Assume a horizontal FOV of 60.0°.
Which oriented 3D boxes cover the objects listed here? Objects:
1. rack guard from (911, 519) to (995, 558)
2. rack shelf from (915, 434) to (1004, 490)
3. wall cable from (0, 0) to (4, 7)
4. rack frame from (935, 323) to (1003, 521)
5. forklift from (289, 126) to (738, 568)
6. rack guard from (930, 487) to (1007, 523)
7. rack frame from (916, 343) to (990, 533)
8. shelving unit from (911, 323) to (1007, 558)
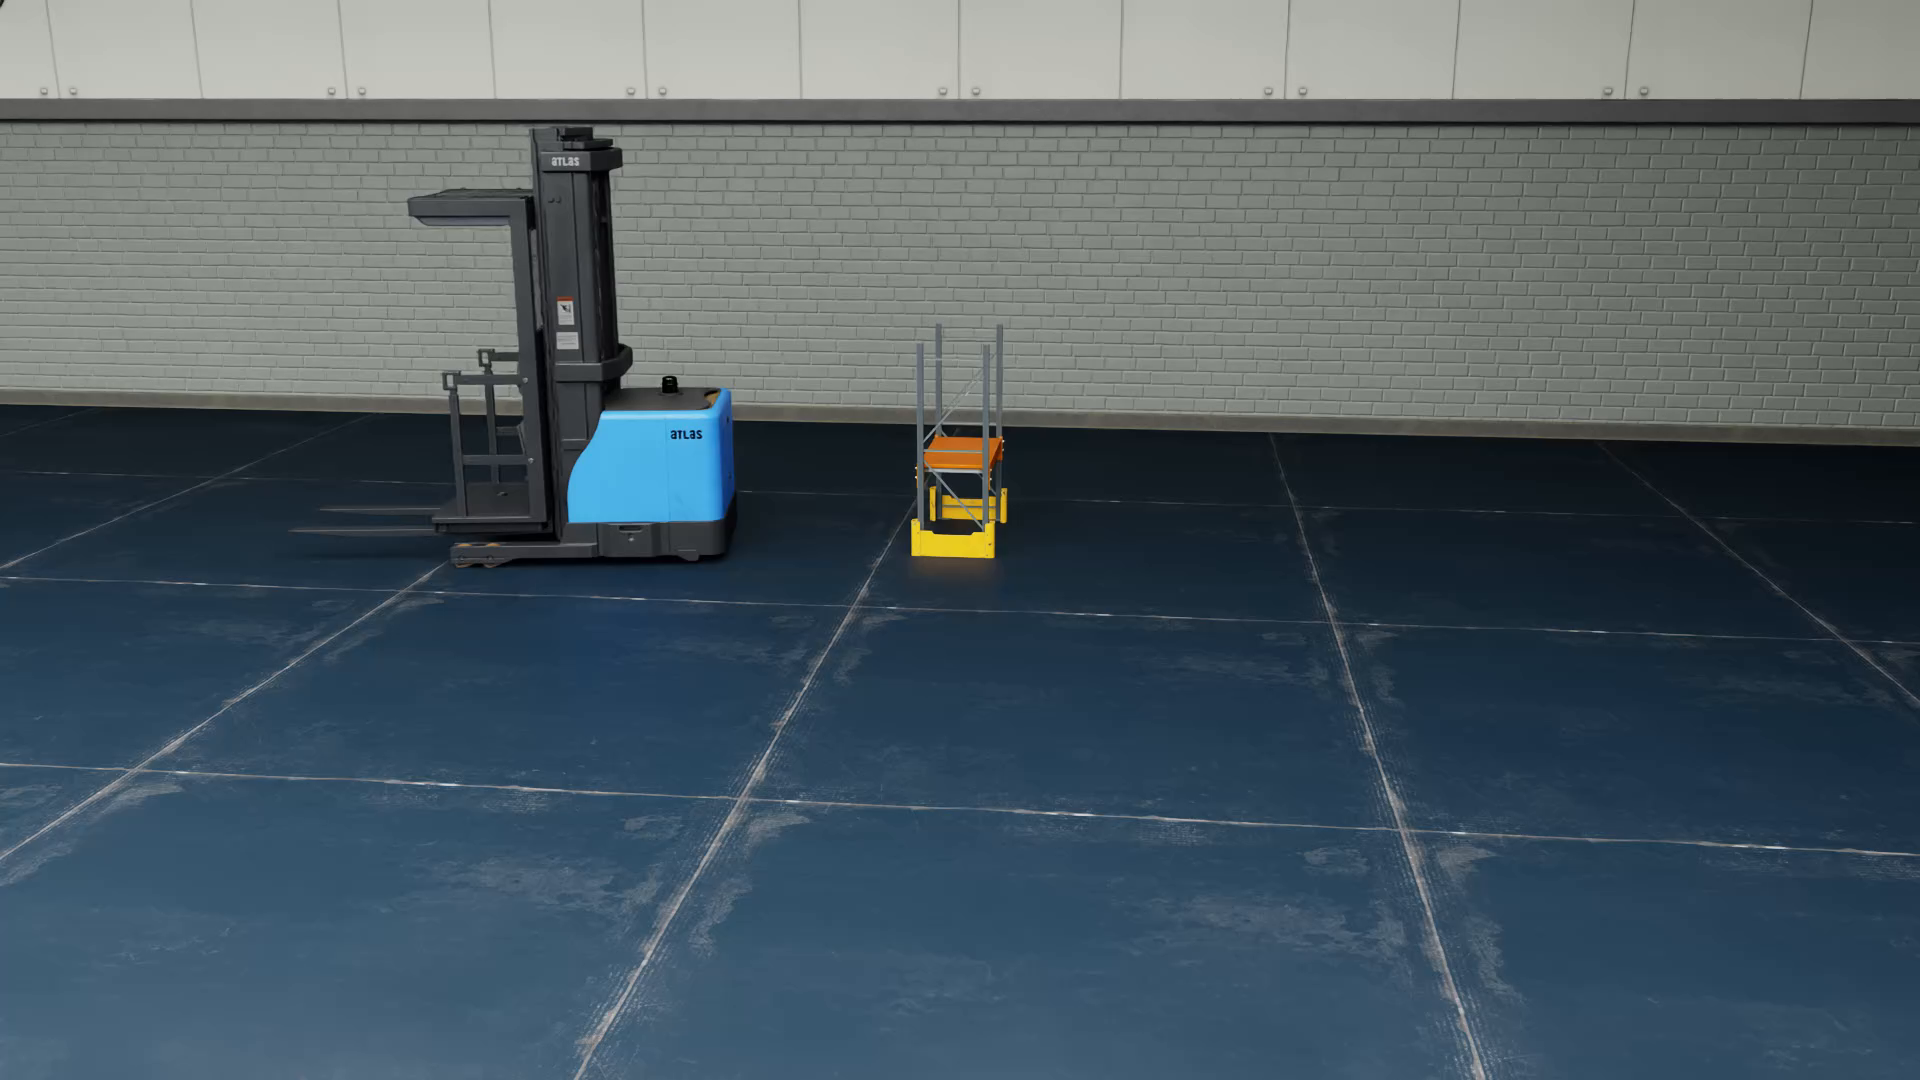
[{"bbox_3d":[-0.048,-0.011,11.725,0.587,0.250,0.087,2,15,6],"label":"rack guard"},{"bbox_3d":[0.010,-0.572,12.095,0.538,0.185,1.000,2,15,6],"label":"rack shelf"},{"bbox_3d":[-10.445,-7.409,15.809,2.305,6.003,0.169,2,15,6],"label":"wall cable"},{"bbox_3d":[0.067,-0.878,12.536,0.500,1.500,0.032,2,15,6],"label":"rack frame"},{"bbox_3d":[-3.158,-1.364,11.590,3.031,2.935,1.130,-1,15,-2],"label":"forklift"},{"bbox_3d":[0.065,-0.270,12.680,0.587,0.250,0.087,2,15,6],"label":"rack guard"},{"bbox_3d":[-0.048,-0.614,11.561,0.500,1.500,0.032,2,15,6],"label":"rack frame"},{"bbox_3d":[0.009,-0.744,12.039,0.587,1.500,1.083,2,15,6],"label":"shelving unit"}]
